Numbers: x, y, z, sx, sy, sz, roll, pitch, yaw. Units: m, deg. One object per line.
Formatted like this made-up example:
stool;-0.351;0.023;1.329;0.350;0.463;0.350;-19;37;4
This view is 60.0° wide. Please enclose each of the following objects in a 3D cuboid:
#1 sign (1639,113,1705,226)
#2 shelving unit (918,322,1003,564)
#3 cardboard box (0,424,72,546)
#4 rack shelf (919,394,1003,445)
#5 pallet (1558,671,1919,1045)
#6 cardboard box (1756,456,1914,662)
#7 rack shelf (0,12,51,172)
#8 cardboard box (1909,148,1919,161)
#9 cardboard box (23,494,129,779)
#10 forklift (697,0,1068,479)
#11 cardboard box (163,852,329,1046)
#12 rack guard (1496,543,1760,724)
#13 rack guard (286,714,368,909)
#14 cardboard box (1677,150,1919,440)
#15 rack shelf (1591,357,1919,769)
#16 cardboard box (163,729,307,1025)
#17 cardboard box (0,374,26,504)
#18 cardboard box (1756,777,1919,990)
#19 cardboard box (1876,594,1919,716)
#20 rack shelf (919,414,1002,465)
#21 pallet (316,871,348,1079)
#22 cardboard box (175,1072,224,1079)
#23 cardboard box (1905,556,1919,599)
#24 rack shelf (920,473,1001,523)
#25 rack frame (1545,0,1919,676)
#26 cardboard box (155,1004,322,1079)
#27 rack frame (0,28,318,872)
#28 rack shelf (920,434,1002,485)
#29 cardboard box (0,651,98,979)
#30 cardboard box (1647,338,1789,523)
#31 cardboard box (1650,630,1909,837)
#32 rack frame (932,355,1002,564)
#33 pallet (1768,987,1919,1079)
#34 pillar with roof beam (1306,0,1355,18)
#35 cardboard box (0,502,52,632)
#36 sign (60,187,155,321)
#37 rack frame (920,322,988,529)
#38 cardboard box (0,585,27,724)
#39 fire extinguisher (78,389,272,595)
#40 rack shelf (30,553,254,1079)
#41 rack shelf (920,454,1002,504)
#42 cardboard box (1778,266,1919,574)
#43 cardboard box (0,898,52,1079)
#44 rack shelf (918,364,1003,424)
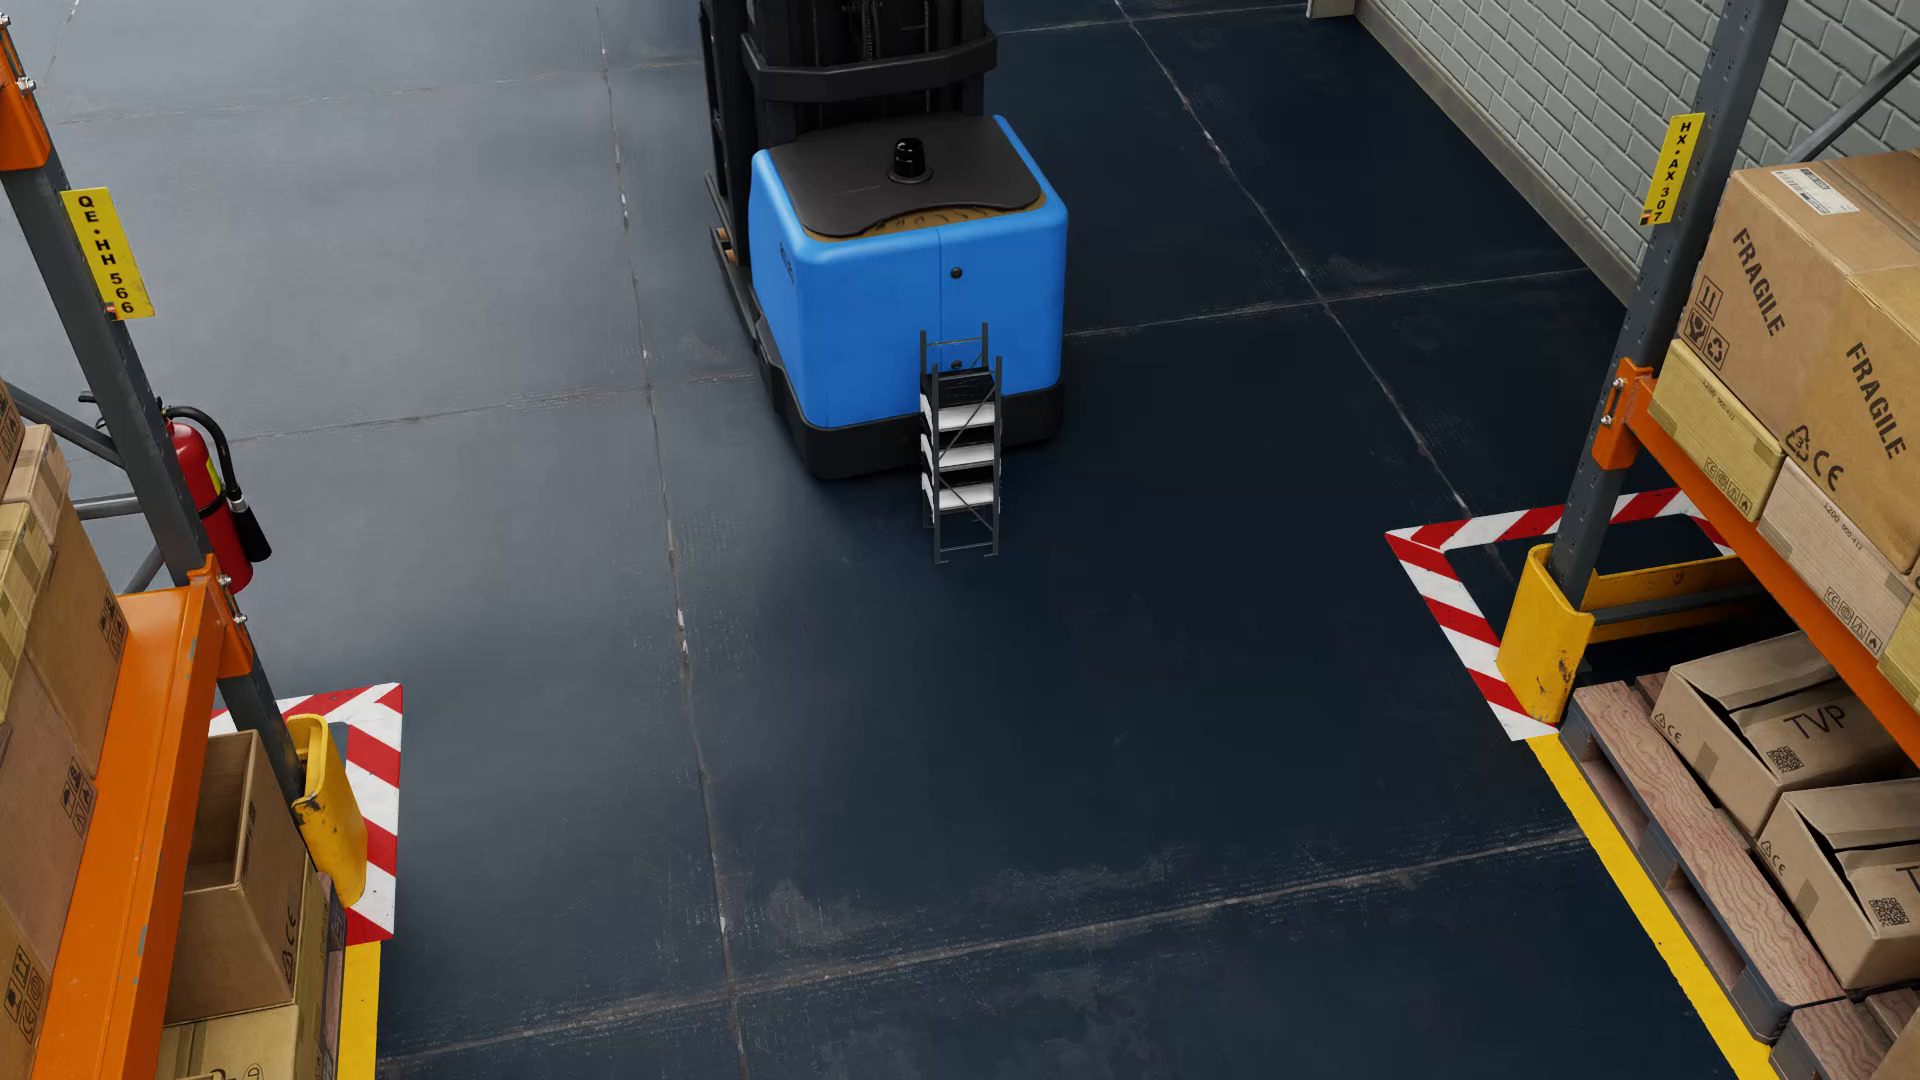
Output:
sign;1.907;-0.990;4.453;0.100;0.325;0.005;-8;42;-9
shelving unit;0.002;-0.331;5.945;0.258;0.900;0.210;-8;42;-9
cardboard box;-2.130;-0.091;3.529;0.380;0.149;0.250;-9;42;-10
rack shelf;0.002;-0.441;5.848;0.258;0.077;0.200;-8;42;-9
pallet;2.594;0.880;5.100;1.003;0.211;1.213;-8;42;-9
cardboard box;2.358;0.001;4.087;0.500;0.250;0.500;-10;42;-11
rack shelf;-1.967;0.412;1.809;1.077;0.370;4.000;-8;42;-9
cardboard box;2.746;-0.701;4.313;0.500;0.500;0.500;-9;42;-10
cardboard box;-2.311;0.235;3.650;0.700;0.500;0.500;-8;42;-9
forklift;-0.515;-2.320;6.656;1.130;2.935;3.031;-12;43;-13
cardboard box;-1.995;1.145;4.456;0.500;0.250;0.500;-8;42;-9
rack guard;2.454;0.240;5.603;1.175;0.500;0.348;-8;42;-9
rack guard;-2.404;0.888;4.873;1.175;0.500;0.348;-8;42;-9
cardboard box;2.247;-0.623;4.226;0.500;0.500;0.500;-8;42;-9
rack shelf;2.869;0.822;3.607;1.077;0.370;4.000;-8;42;-9
cardboard box;-1.993;0.864;4.207;0.500;0.500;0.500;-8;42;-9
cardboard box;-2.299;-0.215;3.181;0.700;0.500;0.500;-8;42;-9
cardboard box;2.622;0.928;4.639;0.500;0.311;0.500;-5;42;-6
cardboard box;2.463;0.332;3.714;0.500;0.250;0.500;-9;42;-10
rack shelf;0.002;-0.374;5.908;0.258;0.077;0.200;-8;42;-9
pallet;-2.193;1.501;4.400;1.003;0.211;1.213;-8;42;-9
cardboard box;-1.762;1.510;3.479;0.500;0.500;0.500;-8;42;-9
cardboard box;2.449;0.034;3.485;0.500;0.500;0.500;-10;42;-11
rack shelf;0.002;-0.172;6.087;0.258;0.077;0.200;-8;42;-9
rack frame;2.437;-0.744;4.828;1.000;3.000;0.127;-8;42;-9
cardboard box;-1.875;1.467;4.092;0.500;0.250;0.500;-8;42;-9
rack frame;-2.399;-0.032;4.026;1.000;3.000;0.127;-8;42;-9
rack shelf;0.002;-0.306;5.967;0.258;0.077;0.200;-8;42;-9
cardboard box;-2.193;0.575;3.267;0.700;0.500;0.500;-7;42;-8
cardboard box;2.232;-0.333;4.464;0.500;0.250;0.500;-9;42;-11
cardboard box;2.499;0.559;5.055;0.500;0.311;0.500;-13;43;-14
rack frame;0.024;-0.265;5.871;0.240;0.900;0.006;-8;42;-9
pallet;2.854;1.669;4.211;1.003;0.211;1.213;-8;42;-9
pillar with roof beam;-2.066;-5.930;6.152;9.100;9.000;0.400;-8;42;-9
cardboard box;-2.073;0.078;3.338;0.380;0.149;0.250;-7;42;-8
sign;-1.866;-0.622;3.641;0.100;0.325;0.005;-8;42;-9
rack frame;-0.020;-0.397;6.020;0.240;0.900;0.006;-8;42;-9
cardboard box;-2.017;0.244;3.152;0.380;0.149;0.250;-9;42;-10
fire extinguisher;-1.971;-0.146;4.213;0.296;0.674;0.183;-8;42;-9
rack shelf;-1.967;1.534;2.804;1.077;0.370;4.000;-8;42;-9
rack shelf;0.002;-0.239;6.027;0.258;0.077;0.200;-8;42;-9
cardboard box;2.344;-0.301;3.863;0.500;0.500;0.500;-8;42;-9
cardboard box;-2.091;0.898;2.904;0.700;0.500;0.500;-8;42;-9
rack shelf;0.002;-0.508;5.788;0.258;0.077;0.200;-8;42;-9
